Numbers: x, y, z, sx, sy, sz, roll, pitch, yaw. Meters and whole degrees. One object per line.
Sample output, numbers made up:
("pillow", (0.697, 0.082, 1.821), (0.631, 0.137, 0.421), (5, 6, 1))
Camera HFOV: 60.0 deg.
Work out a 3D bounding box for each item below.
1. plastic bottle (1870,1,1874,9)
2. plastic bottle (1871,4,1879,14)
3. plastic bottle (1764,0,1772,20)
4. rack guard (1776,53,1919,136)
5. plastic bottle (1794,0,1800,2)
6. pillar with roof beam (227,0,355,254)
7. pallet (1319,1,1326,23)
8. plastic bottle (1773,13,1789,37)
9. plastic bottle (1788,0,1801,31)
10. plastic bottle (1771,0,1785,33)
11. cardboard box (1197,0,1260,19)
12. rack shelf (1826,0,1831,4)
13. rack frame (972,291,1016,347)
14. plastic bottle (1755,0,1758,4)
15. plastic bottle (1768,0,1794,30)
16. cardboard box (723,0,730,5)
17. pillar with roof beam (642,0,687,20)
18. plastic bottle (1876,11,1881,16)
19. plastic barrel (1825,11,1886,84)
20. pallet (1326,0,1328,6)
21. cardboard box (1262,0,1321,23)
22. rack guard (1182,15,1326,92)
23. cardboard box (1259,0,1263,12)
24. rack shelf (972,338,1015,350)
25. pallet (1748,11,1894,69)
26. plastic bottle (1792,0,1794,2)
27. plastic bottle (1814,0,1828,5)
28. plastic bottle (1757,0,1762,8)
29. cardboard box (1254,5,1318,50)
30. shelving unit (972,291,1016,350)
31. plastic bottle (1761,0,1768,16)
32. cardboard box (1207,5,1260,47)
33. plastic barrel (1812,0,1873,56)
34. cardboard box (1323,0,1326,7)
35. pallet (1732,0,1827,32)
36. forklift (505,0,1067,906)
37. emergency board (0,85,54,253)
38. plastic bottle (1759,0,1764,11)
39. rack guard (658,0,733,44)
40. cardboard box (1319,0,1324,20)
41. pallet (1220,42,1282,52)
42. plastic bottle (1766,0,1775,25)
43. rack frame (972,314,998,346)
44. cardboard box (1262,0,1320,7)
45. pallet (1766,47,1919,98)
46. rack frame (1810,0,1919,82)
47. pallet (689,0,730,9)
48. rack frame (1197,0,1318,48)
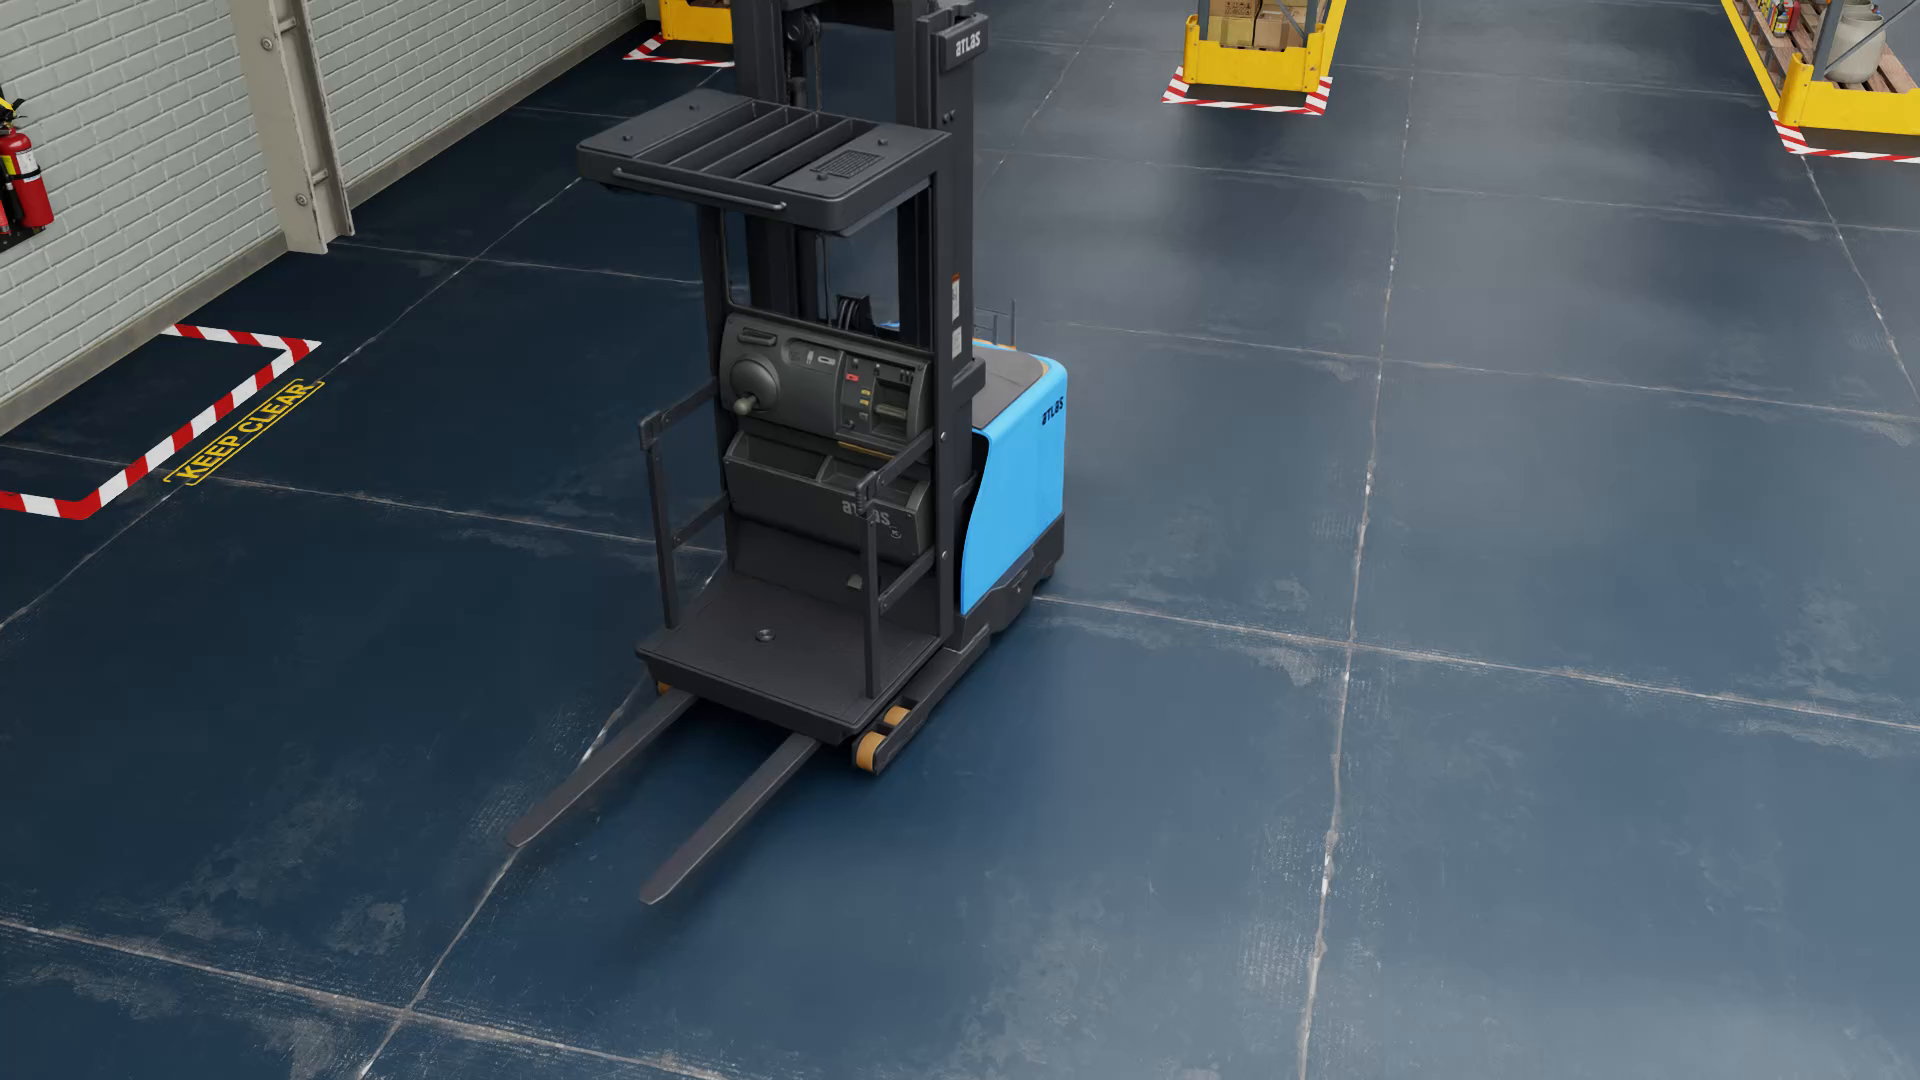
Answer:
("plastic bottle", (8.189, -4.725, 15.020), (0.097, 0.271, 0.097), (0, 32, 0))
("plastic bottle", (8.177, -4.667, 14.918), (0.061, 0.283, 0.133), (9, 33, 13))
("plastic bottle", (7.546, -4.981, 15.348), (0.144, 0.351, 0.185), (9, 34, 14))
("rack guard", (7.314, -3.606, 13.456), (1.175, 0.500, 0.348), (8, 33, 12))
("plastic bottle", (7.743, -5.039, 15.509), (0.152, 0.276, 0.135), (8, 33, 12))
("pillar with roof beam", (-0.260, -5.277, 8.162), (9.100, 9.000, 0.400), (8, 33, 12))
("pallet", (3.015, -5.148, 16.151), (1.003, 0.211, 1.213), (8, 33, 12))
("plastic bottle", (7.382, -4.632, 14.939), (0.097, 0.201, 0.097), (0, 32, 0))
("plastic bottle", (7.576, -4.780, 15.094), (0.061, 0.283, 0.133), (8, 33, 12))
("plastic bottle", (7.394, -4.730, 15.016), (0.061, 0.283, 0.133), (9, 33, 14))
("cardboard box", (2.398, -4.943, 14.702), (0.500, 0.500, 0.500), (8, 33, 12))
("rack shelf", (7.848, -5.349, 14.539), (1.077, 0.370, 4.000), (8, 33, 12))
("rack frame", (0.154, -0.644, 8.144), (0.240, 1.200, 0.006), (16, 36, 24))
("plastic bottle", (7.701, -5.298, 15.847), (0.144, 0.351, 0.185), (7, 33, 10))
("plastic bottle", (7.473, -4.791, 15.119), (0.152, 0.276, 0.135), (8, 33, 13))
("cardboard box", (-1.980, -5.361, 15.984), (0.500, 0.311, 0.500), (4, 33, 7))
("pillar with roof beam", (1.262, -8.390, 13.060), (9.100, 9.000, 0.400), (8, 33, 12))
("plastic bottle", (8.102, -4.547, 14.740), (0.097, 0.271, 0.097), (0, 32, 0))
("plastic barrel", (7.433, -4.094, 13.821), (0.421, 0.512, 0.421), (0, 32, 0))
("pallet", (3.323, -5.783, 17.150), (1.003, 0.211, 1.213), (8, 33, 12))
("cardboard box", (3.025, -4.816, 15.201), (0.500, 0.250, 0.500), (8, 33, 12))
("rack guard", (2.544, -4.224, 14.428), (1.175, 0.500, 0.348), (8, 33, 12))
("cardboard box", (2.515, -4.888, 15.314), (0.500, 0.250, 0.500), (8, 33, 12))
("rack shelf", (0.111, -0.867, 7.907), (0.258, 0.103, 0.180), (16, 36, 24))
("pallet", (7.837, -4.536, 15.188), (1.003, 0.211, 1.213), (8, 33, 12))
("plastic bottle", (7.674, -4.924, 15.398), (0.097, 0.201, 0.097), (0, 32, 0))
("plastic bottle", (8.272, -5.261, 15.858), (0.152, 0.276, 0.135), (8, 33, 12))
("plastic bottle", (7.619, -5.189, 15.739), (0.061, 0.283, 0.133), (9, 34, 15))
("cardboard box", (2.901, -4.556, 14.792), (0.500, 0.250, 0.500), (8, 33, 12))
("shelving unit", (0.111, -0.601, 8.076), (0.258, 1.200, 0.189), (16, 36, 24))
("plastic bottle", (7.593, -5.077, 15.500), (0.144, 0.351, 0.185), (8, 33, 12))
("cardboard box", (2.400, -4.626, 14.903), (0.500, 0.250, 0.500), (8, 33, 12))
("plastic barrel", (7.560, -4.354, 14.231), (0.421, 0.512, 0.421), (0, 32, 0))
("cardboard box", (3.283, -5.334, 16.016), (0.500, 0.250, 0.500), (8, 33, 12))
("pallet", (8.145, -5.171, 16.187), (1.003, 0.211, 1.213), (8, 33, 12))
("forklift", (-0.650, -0.568, 6.412), (1.130, 2.935, 3.031), (16, 36, 24))
("emergency board", (-5.088, -2.054, 8.685), (0.194, 1.169, 0.643), (8, 33, 12))
("plastic bottle", (7.607, -5.091, 15.661), (0.097, 0.201, 0.097), (0, 32, 0))
("rack guard", (-2.223, -4.948, 15.567), (1.175, 0.500, 0.348), (8, 33, 12))
("cardboard box", (3.152, -5.075, 15.609), (0.500, 0.250, 0.500), (8, 33, 12))
("pallet", (2.703, -4.517, 15.158), (1.003, 0.211, 1.213), (8, 33, 12))
("plastic bottle", (7.508, -4.863, 15.232), (0.152, 0.276, 0.135), (7, 33, 11))
("rack frame", (0.067, -0.557, 8.009), (0.240, 1.200, 0.006), (16, 36, 24))
("cardboard box", (3.026, -5.132, 14.999), (0.500, 0.500, 0.500), (8, 33, 12))
("pallet", (7.525, -3.905, 14.195), (1.003, 0.211, 1.213), (8, 33, 12))
("rack frame", (7.340, -4.615, 12.713), (1.000, 3.000, 0.127), (8, 33, 12))
("pallet", (-1.983, -5.243, 16.301), (1.003, 0.211, 1.213), (8, 33, 12))
("rack frame", (2.550, -5.291, 13.777), (1.000, 3.000, 0.127), (8, 33, 12))
